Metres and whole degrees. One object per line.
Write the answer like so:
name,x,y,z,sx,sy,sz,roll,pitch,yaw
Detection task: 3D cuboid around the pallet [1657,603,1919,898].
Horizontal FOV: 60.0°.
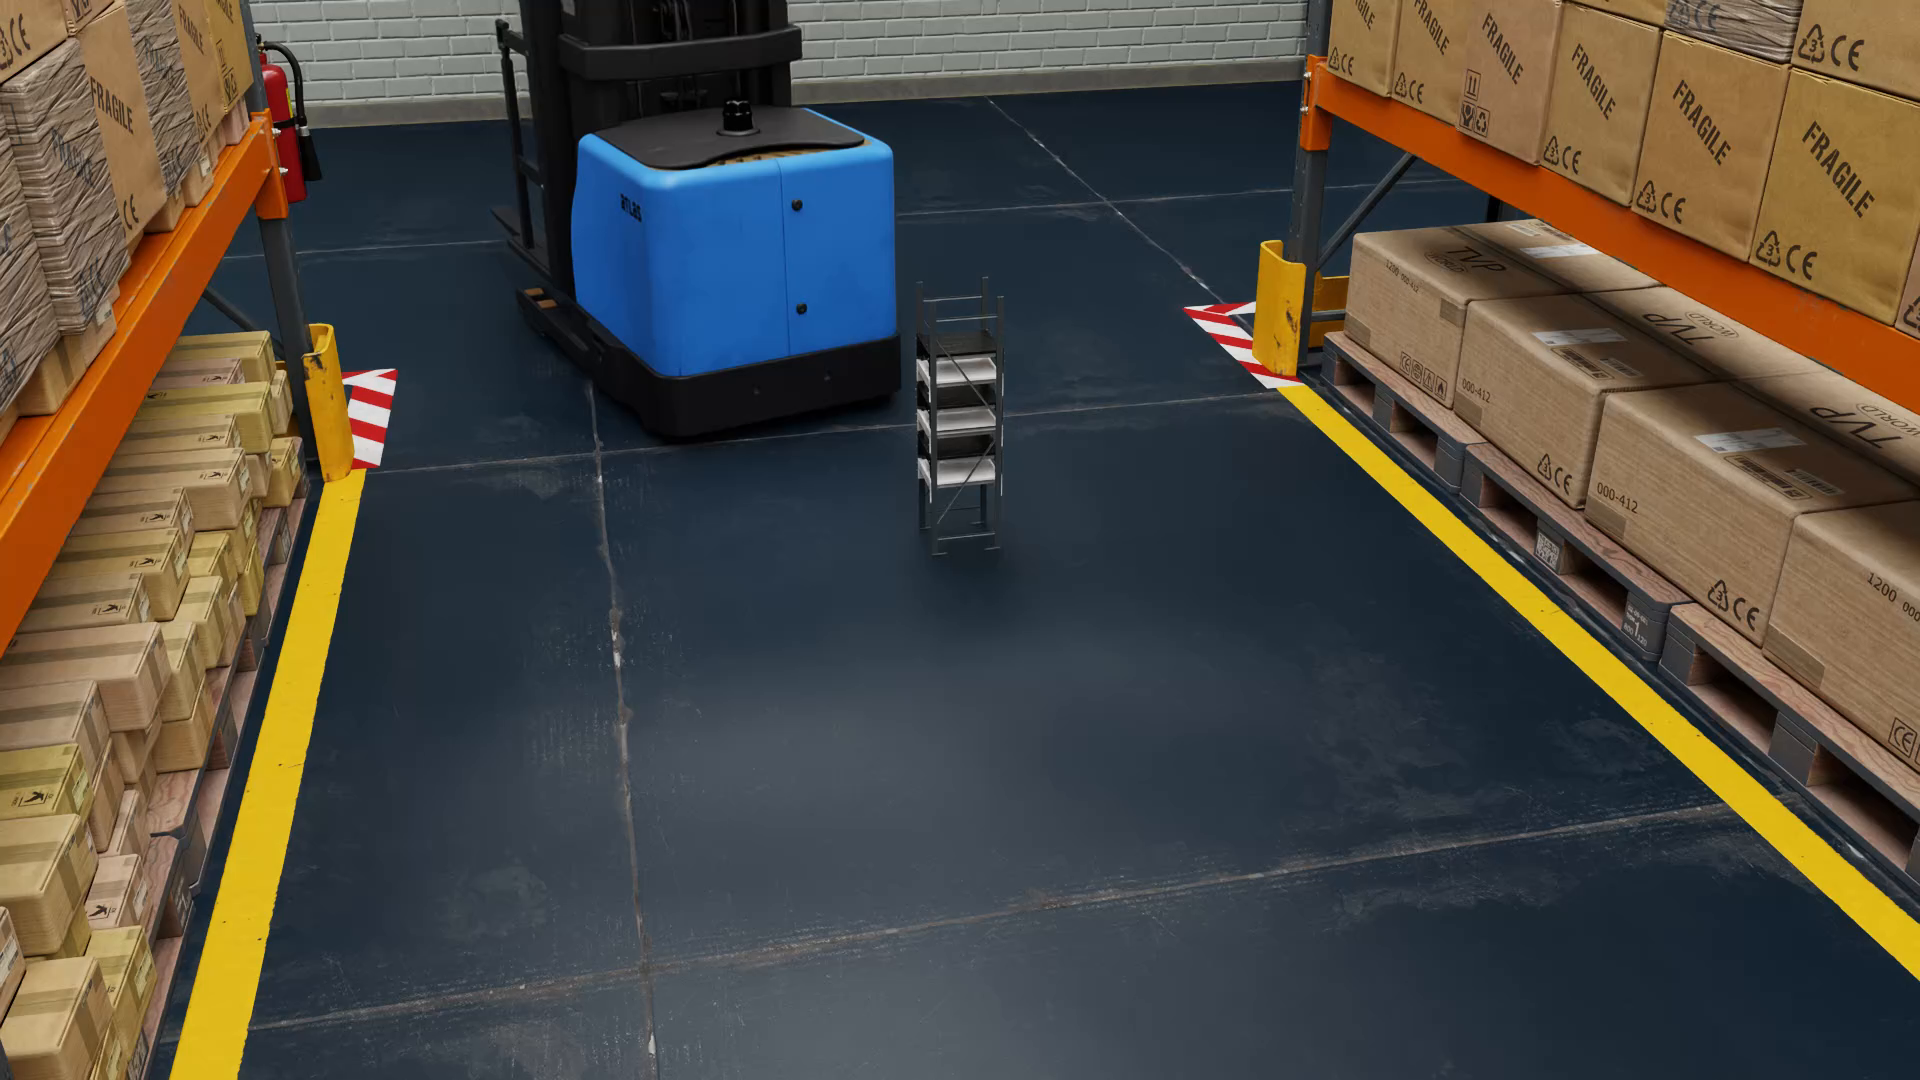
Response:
pallet,2.702,0.501,4.522,1.003,0.211,1.213,-6,27,-12

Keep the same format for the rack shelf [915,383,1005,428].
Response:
rack shelf,-0.002,-0.456,5.529,0.258,0.077,0.200,-6,27,-12

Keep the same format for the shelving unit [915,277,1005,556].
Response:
shelving unit,-0.002,-0.405,5.554,0.258,0.900,0.210,-6,27,-12

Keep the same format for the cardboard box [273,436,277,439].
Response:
cardboard box,-2.582,-0.315,5.744,0.380,0.149,0.250,-5,27,-11

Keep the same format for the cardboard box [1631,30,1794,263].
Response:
cardboard box,2.195,-1.068,4.427,0.500,0.500,0.500,-6,27,-12

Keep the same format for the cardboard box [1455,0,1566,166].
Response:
cardboard box,1.962,-1.518,5.318,0.500,0.500,0.500,-6,27,-12

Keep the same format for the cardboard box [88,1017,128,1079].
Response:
cardboard box,-1.772,1.038,3.062,0.380,0.149,0.250,-7,28,-14

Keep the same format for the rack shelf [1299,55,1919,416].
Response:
rack shelf,2.346,-0.958,5.118,1.077,0.370,4.000,-6,27,-12

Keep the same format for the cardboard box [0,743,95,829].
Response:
cardboard box,-1.988,0.560,3.350,0.380,0.149,0.250,-6,27,-12

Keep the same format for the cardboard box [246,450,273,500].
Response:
cardboard box,-2.388,-0.228,5.240,0.380,0.149,0.250,-7,28,-14

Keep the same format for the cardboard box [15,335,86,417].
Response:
cardboard box,-2.038,-0.355,3.403,0.380,0.149,0.250,-5,27,-11

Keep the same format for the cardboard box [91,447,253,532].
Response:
cardboard box,-2.244,-0.135,4.726,0.380,0.149,0.250,-5,27,-10

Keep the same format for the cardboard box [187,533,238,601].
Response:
cardboard box,-2.219,0.113,4.565,0.380,0.149,0.250,-5,27,-9

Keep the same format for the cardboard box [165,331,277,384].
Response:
cardboard box,-2.538,-0.584,5.616,0.380,0.149,0.250,-6,27,-11

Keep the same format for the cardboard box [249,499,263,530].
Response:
cardboard box,-2.450,-0.088,5.294,0.380,0.149,0.250,-6,27,-12

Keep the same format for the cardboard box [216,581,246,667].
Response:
cardboard box,-2.221,0.247,4.630,0.380,0.149,0.250,-5,27,-11

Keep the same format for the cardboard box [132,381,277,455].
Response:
cardboard box,-2.355,-0.367,5.186,0.380,0.149,0.250,-7,28,-13

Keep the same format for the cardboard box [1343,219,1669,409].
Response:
cardboard box,2.142,-0.922,6.625,0.875,0.438,0.875,-7,28,-13

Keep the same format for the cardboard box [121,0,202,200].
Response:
cardboard box,-2.318,-1.169,4.295,0.500,0.500,0.500,-6,27,-11

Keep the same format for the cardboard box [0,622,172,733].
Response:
cardboard box,-2.047,0.328,3.810,0.380,0.149,0.250,-5,27,-10

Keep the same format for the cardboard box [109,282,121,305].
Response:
cardboard box,-2.198,-0.586,3.861,0.380,0.149,0.250,-5,27,-10

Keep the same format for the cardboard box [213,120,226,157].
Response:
cardboard box,-2.536,-1.271,5.218,0.380,0.149,0.250,-6,27,-12

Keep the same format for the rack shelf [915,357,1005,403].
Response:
rack shelf,-0.002,-0.536,5.488,0.258,0.077,0.200,-6,27,-12

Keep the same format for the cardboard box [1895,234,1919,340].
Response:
cardboard box,2.444,-0.624,3.546,0.500,0.500,0.500,-6,27,-11

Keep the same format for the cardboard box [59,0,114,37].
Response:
cardboard box,-2.196,-1.377,3.599,0.500,0.500,0.500,-7,28,-13

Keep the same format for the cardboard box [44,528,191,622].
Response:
cardboard box,-2.206,0.104,4.252,0.380,0.149,0.250,-6,27,-11

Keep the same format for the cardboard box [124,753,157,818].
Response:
cardboard box,-2.139,0.597,3.937,0.380,0.149,0.250,-7,28,-14

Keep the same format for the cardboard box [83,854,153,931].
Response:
cardboard box,-1.938,0.817,3.499,0.380,0.149,0.250,-6,27,-12

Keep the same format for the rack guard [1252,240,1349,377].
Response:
rack guard,1.890,-1.052,7.280,1.175,0.500,0.348,-6,27,-12

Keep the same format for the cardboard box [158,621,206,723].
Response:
cardboard box,-2.099,0.342,4.112,0.380,0.149,0.250,-6,27,-12

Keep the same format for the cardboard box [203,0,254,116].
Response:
cardboard box,-2.552,-1.617,5.183,0.500,0.500,0.500,-5,27,-11

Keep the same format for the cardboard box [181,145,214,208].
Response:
cardboard box,-2.384,-1.053,4.786,0.380,0.149,0.250,-5,27,-10

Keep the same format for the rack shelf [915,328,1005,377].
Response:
rack shelf,-0.002,-0.617,5.448,0.258,0.077,0.200,-6,27,-12

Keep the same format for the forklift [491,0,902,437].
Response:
forklift,-1.409,-2.332,7.117,1.130,2.935,3.031,-14,30,-26

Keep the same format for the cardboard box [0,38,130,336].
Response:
cardboard box,-2.066,-0.716,3.399,0.500,0.500,0.500,-7,28,-13

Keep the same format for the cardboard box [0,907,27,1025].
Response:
cardboard box,-1.879,0.793,2.888,0.380,0.149,0.250,-5,27,-9

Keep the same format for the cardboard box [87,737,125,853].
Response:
cardboard box,-2.065,0.582,3.635,0.380,0.149,0.250,-7,28,-14

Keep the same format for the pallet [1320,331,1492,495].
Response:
pallet,2.152,-0.570,6.644,1.003,0.211,1.213,-6,27,-12

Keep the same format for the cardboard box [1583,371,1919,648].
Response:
cardboard box,2.558,-0.125,5.046,0.875,0.438,0.875,-7,28,-13

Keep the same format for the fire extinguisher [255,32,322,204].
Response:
fire extinguisher,-2.511,-1.567,6.025,0.296,0.674,0.183,-6,27,-12

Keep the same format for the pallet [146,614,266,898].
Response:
pallet,-2.467,0.562,4.402,1.003,0.211,1.213,-6,27,-12

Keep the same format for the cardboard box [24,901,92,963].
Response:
cardboard box,-1.917,0.804,3.195,0.380,0.149,0.250,-6,27,-11

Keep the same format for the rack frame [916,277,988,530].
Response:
rack frame,-0.025,-0.450,5.643,0.240,0.900,0.006,-6,27,-12

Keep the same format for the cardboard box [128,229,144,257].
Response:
cardboard box,-2.351,-0.810,4.304,0.380,0.149,0.250,-7,28,-14

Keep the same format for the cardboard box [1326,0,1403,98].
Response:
cardboard box,1.724,-1.962,6.198,0.500,0.500,0.500,-6,27,-12

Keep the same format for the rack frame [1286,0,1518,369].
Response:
rack frame,1.896,-2.158,6.696,1.000,3.000,0.127,-6,27,-12

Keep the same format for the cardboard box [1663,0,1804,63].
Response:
cardboard box,2.192,-1.518,4.208,0.500,0.500,0.500,-6,27,-11
